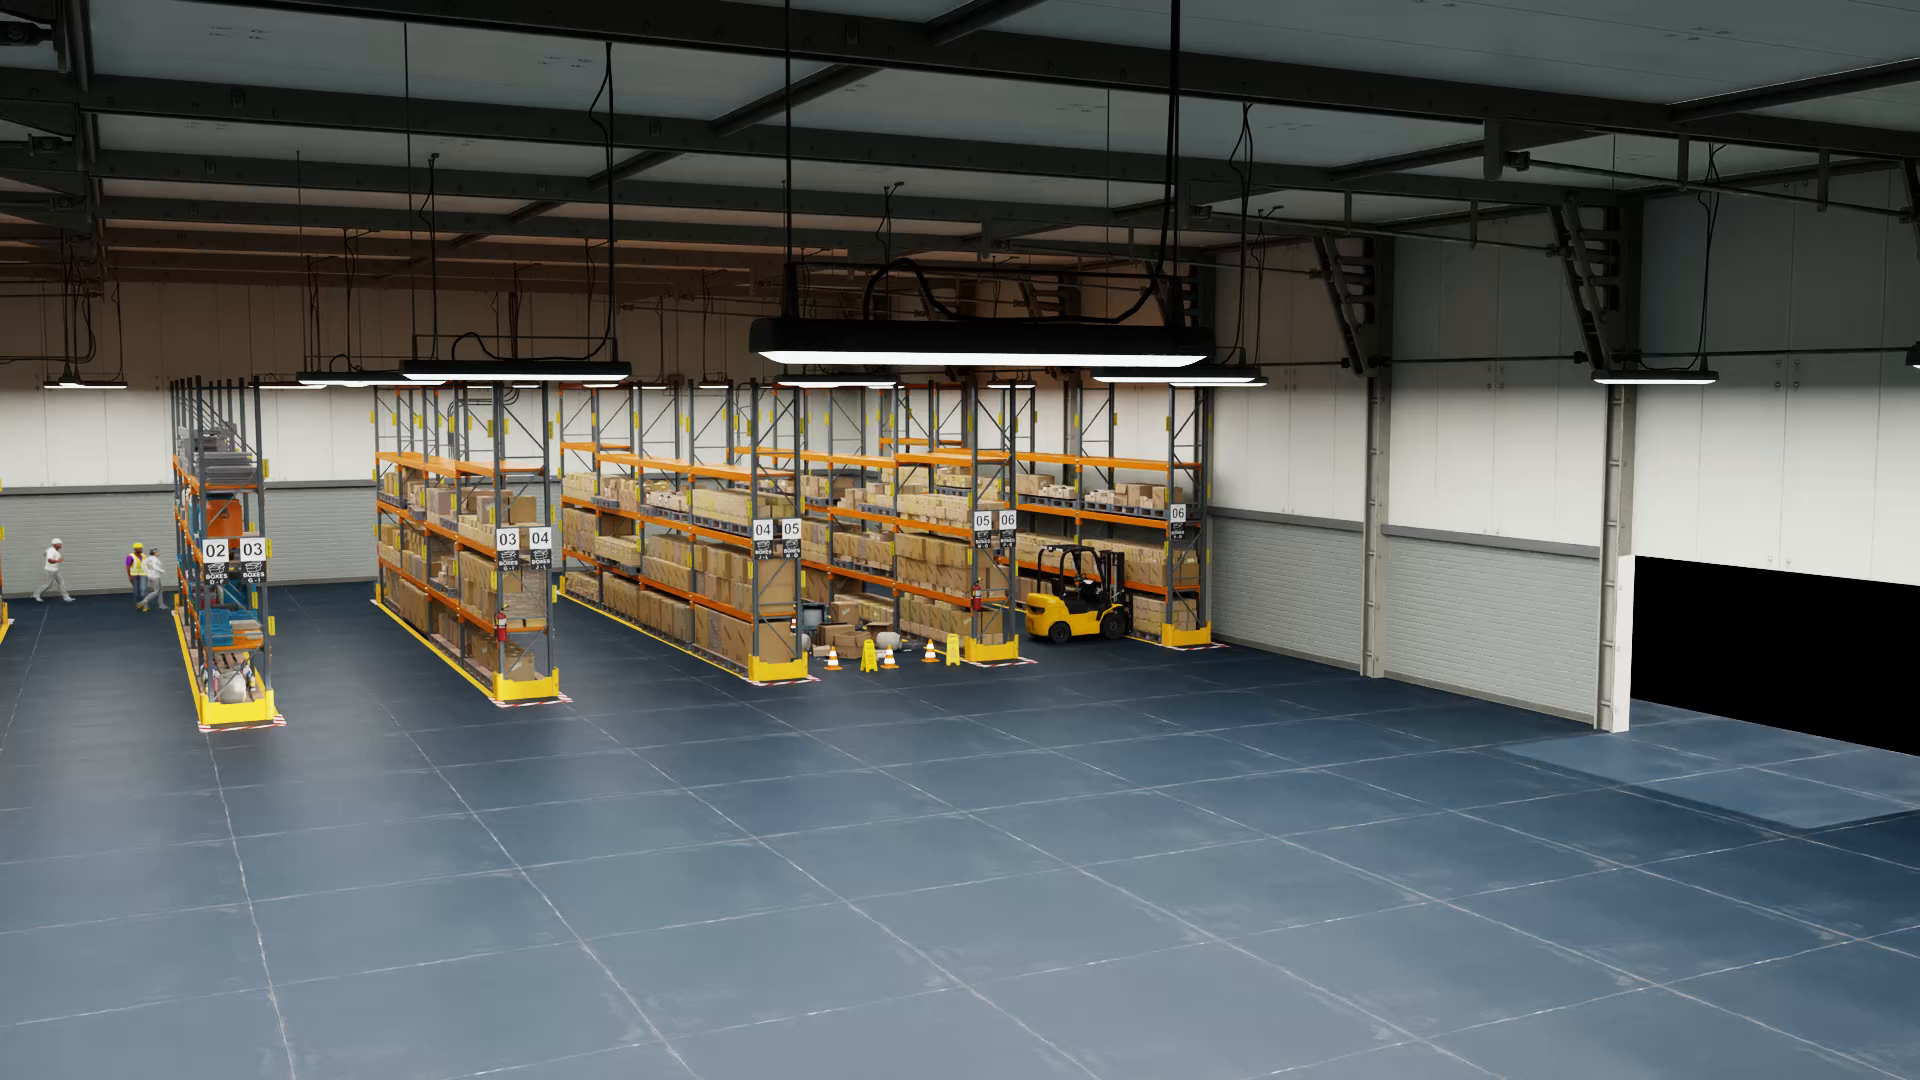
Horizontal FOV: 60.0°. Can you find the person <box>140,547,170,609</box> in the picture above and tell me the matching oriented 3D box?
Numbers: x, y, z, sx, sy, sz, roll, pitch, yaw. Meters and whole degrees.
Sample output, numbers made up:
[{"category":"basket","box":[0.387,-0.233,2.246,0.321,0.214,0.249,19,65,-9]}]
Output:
[{"category":"person","box":[-21.156,1.019,43.597,0.653,1.692,0.792,4,6,35]}]

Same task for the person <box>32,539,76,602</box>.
[{"category":"person","box":[-24.651,0.823,45.197,1.044,1.723,0.758,-2,6,-24]}]

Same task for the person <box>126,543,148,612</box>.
[{"category":"person","box":[-21.598,0.971,43.669,0.493,1.797,0.725,-2,5,-18]}]
